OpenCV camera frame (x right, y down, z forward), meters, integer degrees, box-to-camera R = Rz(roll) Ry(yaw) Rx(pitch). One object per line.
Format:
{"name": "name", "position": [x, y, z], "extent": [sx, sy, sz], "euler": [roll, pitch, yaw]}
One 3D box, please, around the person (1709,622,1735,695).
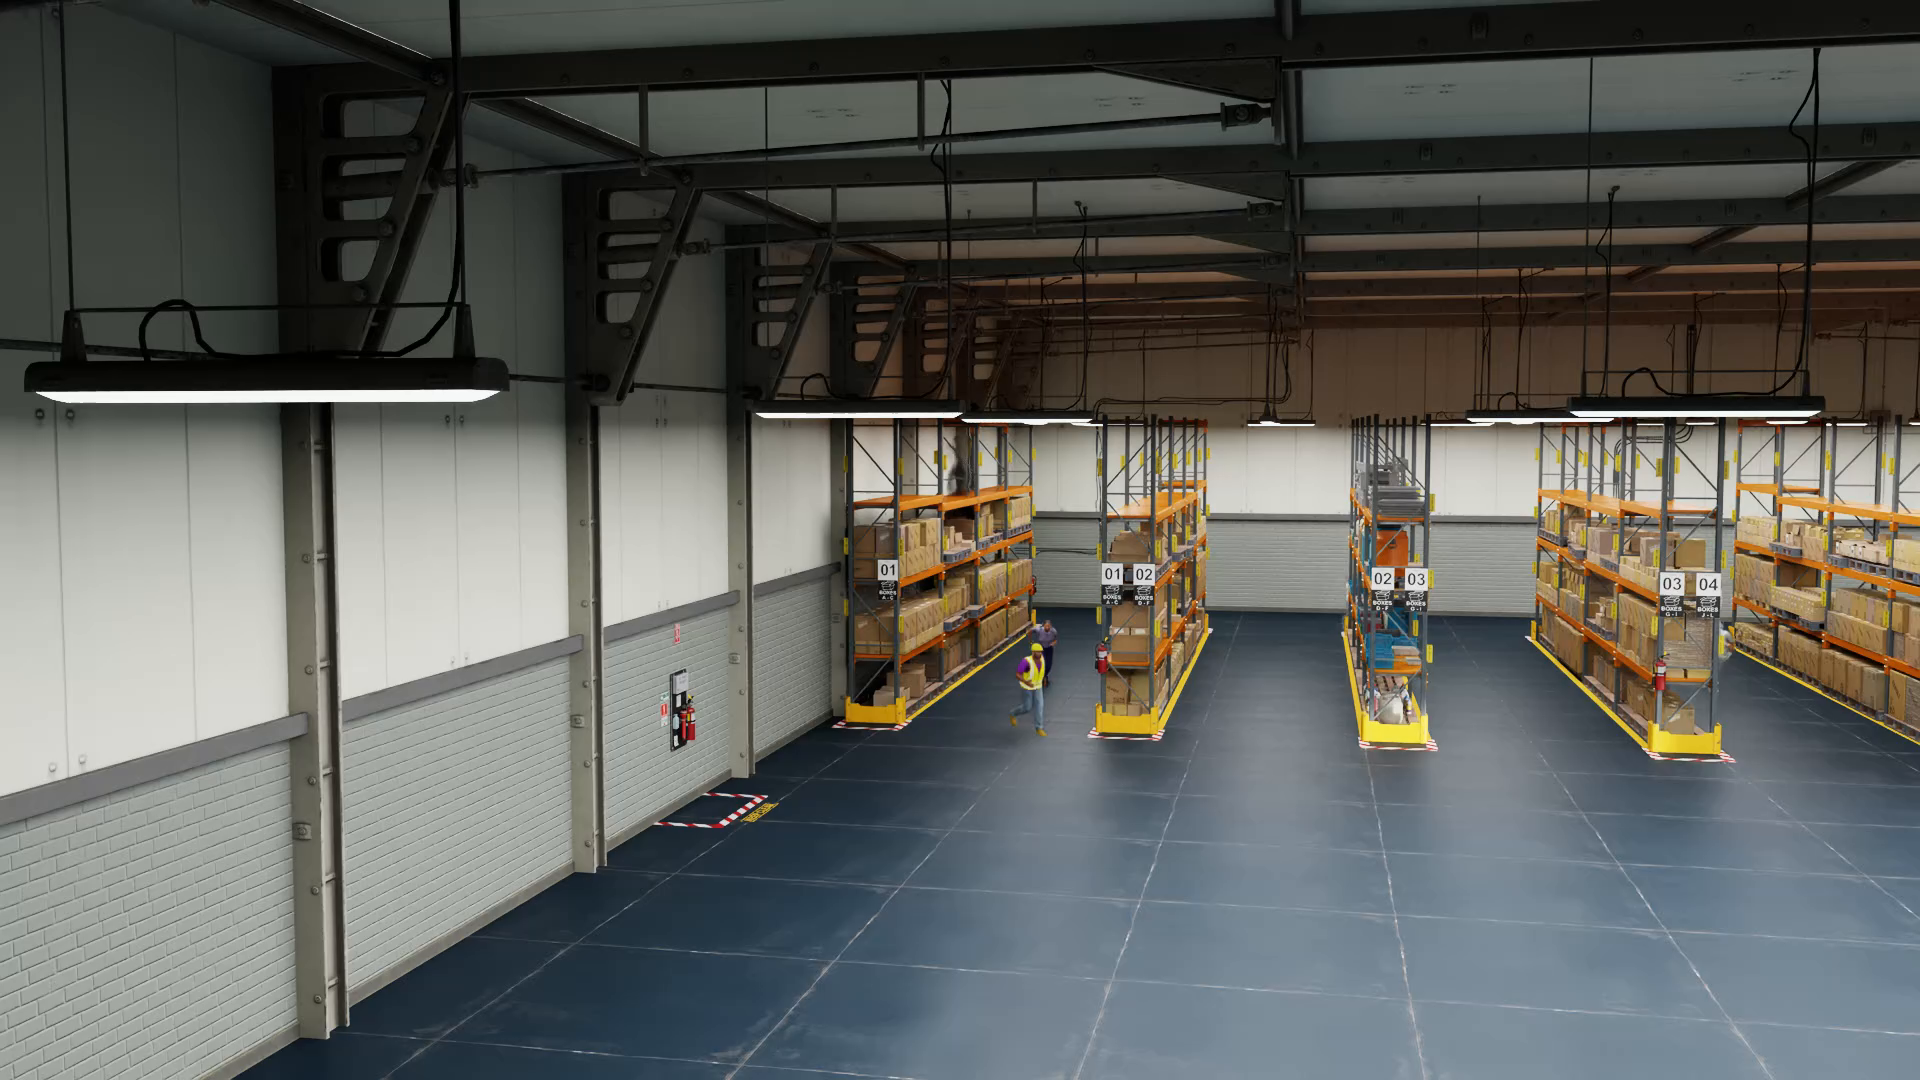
{"name": "person", "position": [16.364, 2.530, 35.987], "extent": [0.699, 1.621, 0.982], "euler": [1, 4, 19]}

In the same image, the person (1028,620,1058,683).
{"name": "person", "position": [1.860, 2.502, 37.260], "extent": [0.637, 1.482, 0.861], "euler": [-1, 4, -9]}

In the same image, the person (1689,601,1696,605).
{"name": "person", "position": [19.175, 2.050, 43.235], "extent": [0.525, 1.572, 0.596], "euler": [1, 4, 12]}

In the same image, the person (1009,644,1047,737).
{"name": "person", "position": [1.329, 2.778, 31.183], "extent": [0.731, 1.720, 1.073], "euler": [-3, 5, -39]}
